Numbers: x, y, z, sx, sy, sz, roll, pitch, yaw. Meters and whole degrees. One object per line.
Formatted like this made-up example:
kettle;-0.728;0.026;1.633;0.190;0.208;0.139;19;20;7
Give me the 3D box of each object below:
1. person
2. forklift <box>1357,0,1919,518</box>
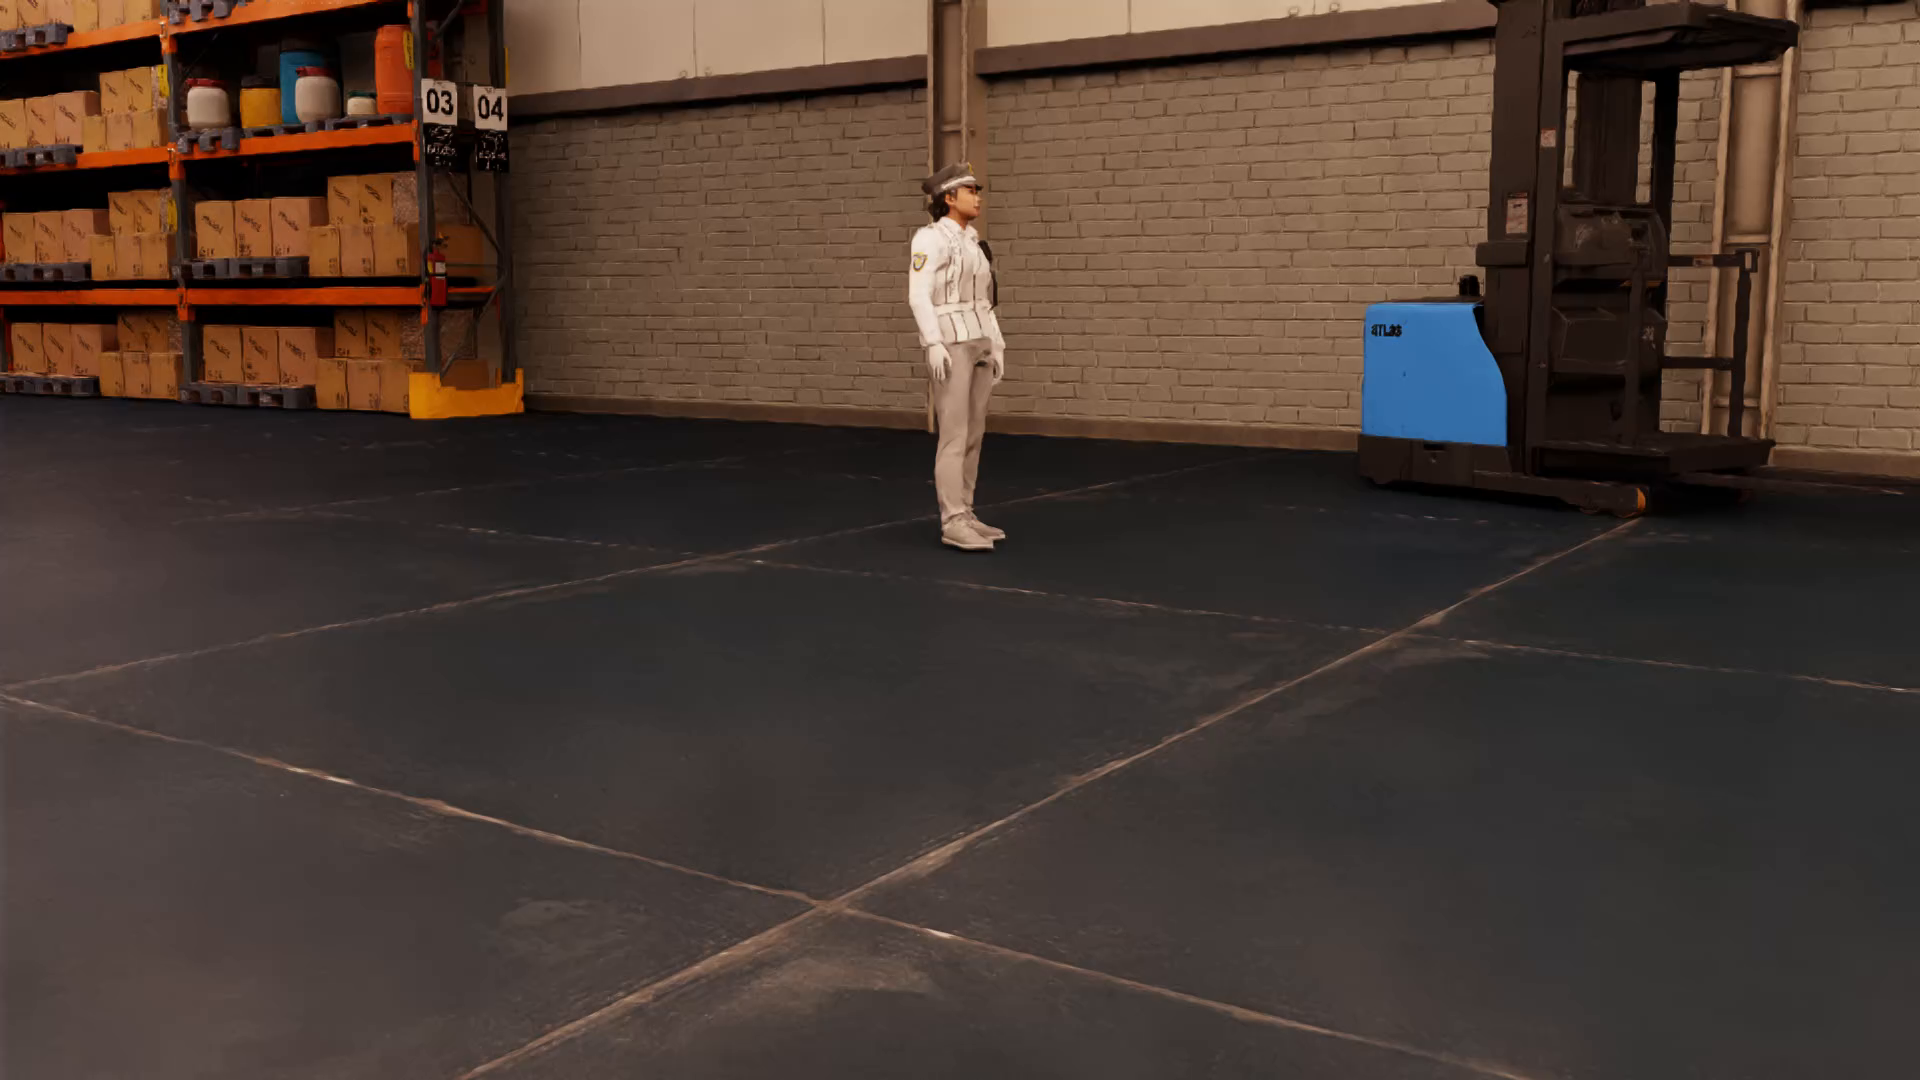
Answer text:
person;0.052;-0.840;7.440;0.532;1.695;0.586;5;10;34
forklift;3.614;-1.640;8.725;1.130;2.935;3.031;-6;10;-36
